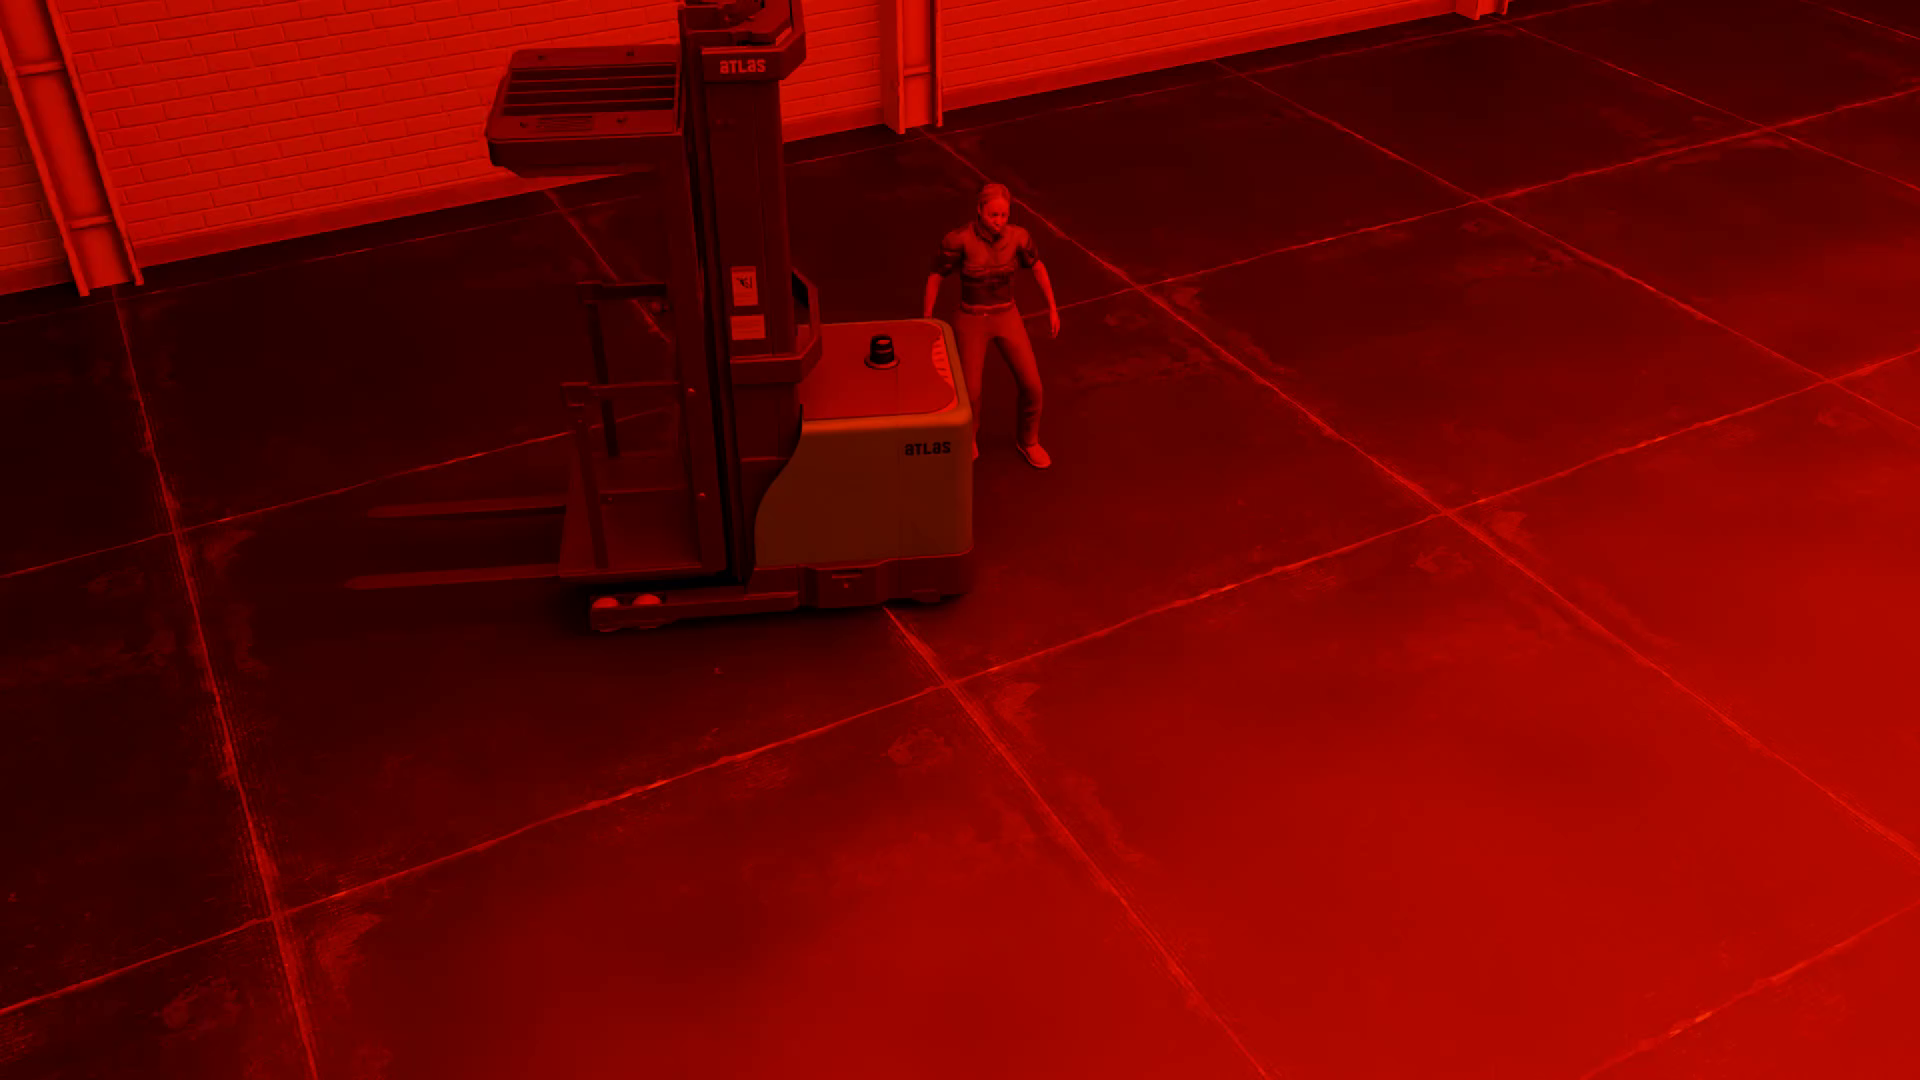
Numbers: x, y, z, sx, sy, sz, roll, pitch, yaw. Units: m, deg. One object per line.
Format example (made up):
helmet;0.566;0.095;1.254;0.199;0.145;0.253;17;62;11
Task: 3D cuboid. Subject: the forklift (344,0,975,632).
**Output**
forklift;-1.481;-1.076;7.645;3.031;2.935;1.130;-4;35;-5

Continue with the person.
person;0.168;-1.135;8.871;0.748;1.608;0.435;-7;36;-9
